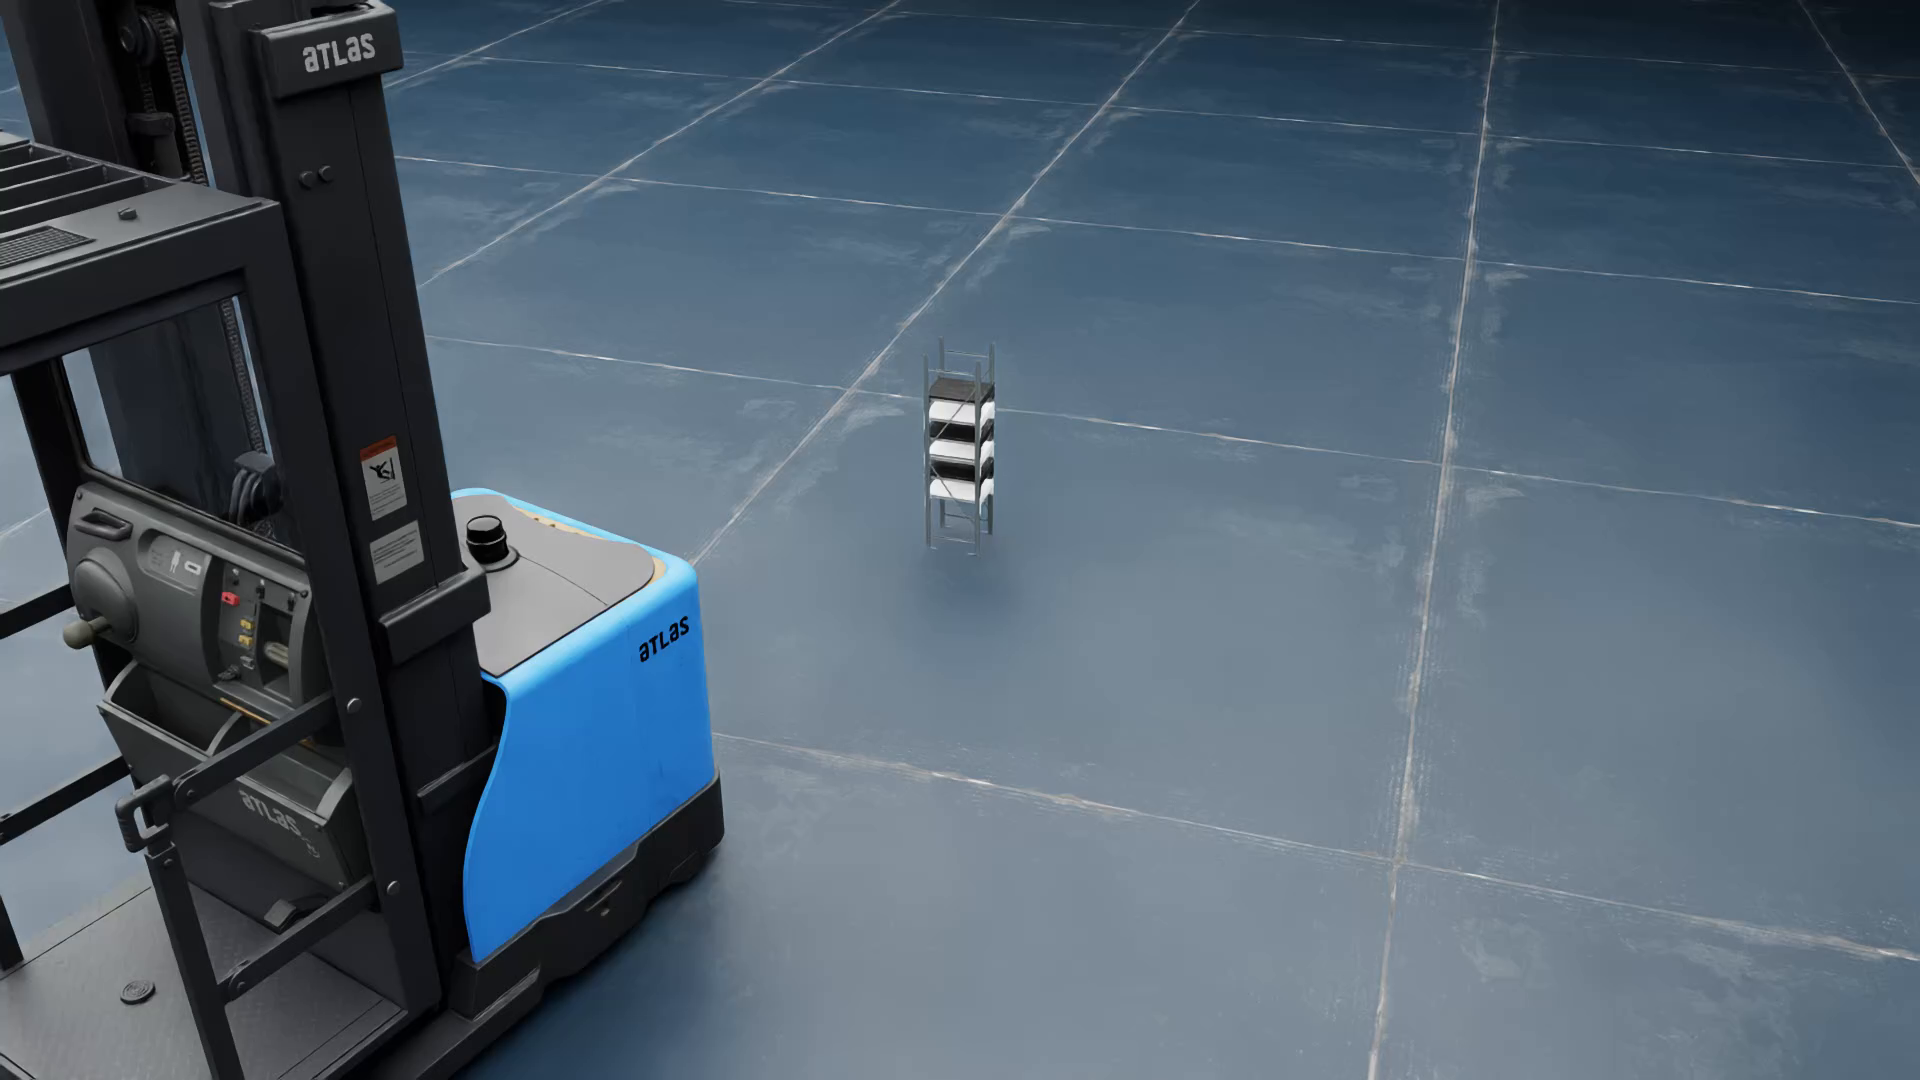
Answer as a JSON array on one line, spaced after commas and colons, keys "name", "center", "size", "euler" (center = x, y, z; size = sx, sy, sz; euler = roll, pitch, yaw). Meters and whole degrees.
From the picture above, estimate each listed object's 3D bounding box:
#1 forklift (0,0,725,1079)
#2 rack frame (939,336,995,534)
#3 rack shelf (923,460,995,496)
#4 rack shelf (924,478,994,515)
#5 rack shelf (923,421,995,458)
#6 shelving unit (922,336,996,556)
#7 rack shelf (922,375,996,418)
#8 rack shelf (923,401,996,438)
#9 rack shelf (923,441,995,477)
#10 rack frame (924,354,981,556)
[{"name": "forklift", "center": [-1.992, 0.195, 3.885], "size": [1.130, 2.935, 3.031], "euler": [18, 34, 29]}, {"name": "rack frame", "center": [0.027, -0.437, 7.109], "size": [0.240, 0.900, 0.006], "euler": [8, 30, 15]}, {"name": "rack shelf", "center": [-0.002, -0.282, 7.084], "size": [0.258, 0.077, 0.200], "euler": [8, 30, 15]}, {"name": "rack shelf", "center": [-0.002, -0.203, 7.128], "size": [0.258, 0.077, 0.200], "euler": [8, 30, 15]}, {"name": "rack shelf", "center": [-0.002, -0.439, 6.997], "size": [0.258, 0.077, 0.200], "euler": [8, 30, 15]}, {"name": "shelving unit", "center": [-0.002, -0.389, 7.024], "size": [0.258, 0.900, 0.210], "euler": [8, 30, 15]}, {"name": "rack shelf", "center": [-0.002, -0.596, 6.909], "size": [0.258, 0.077, 0.200], "euler": [8, 30, 15]}, {"name": "rack shelf", "center": [-0.002, -0.518, 6.953], "size": [0.258, 0.077, 0.200], "euler": [8, 30, 15]}, {"name": "rack shelf", "center": [-0.002, -0.360, 7.041], "size": [0.258, 0.077, 0.200], "euler": [8, 30, 15]}, {"name": "rack frame", "center": [-0.032, -0.342, 6.940], "size": [0.240, 0.900, 0.006], "euler": [8, 30, 15]}]
